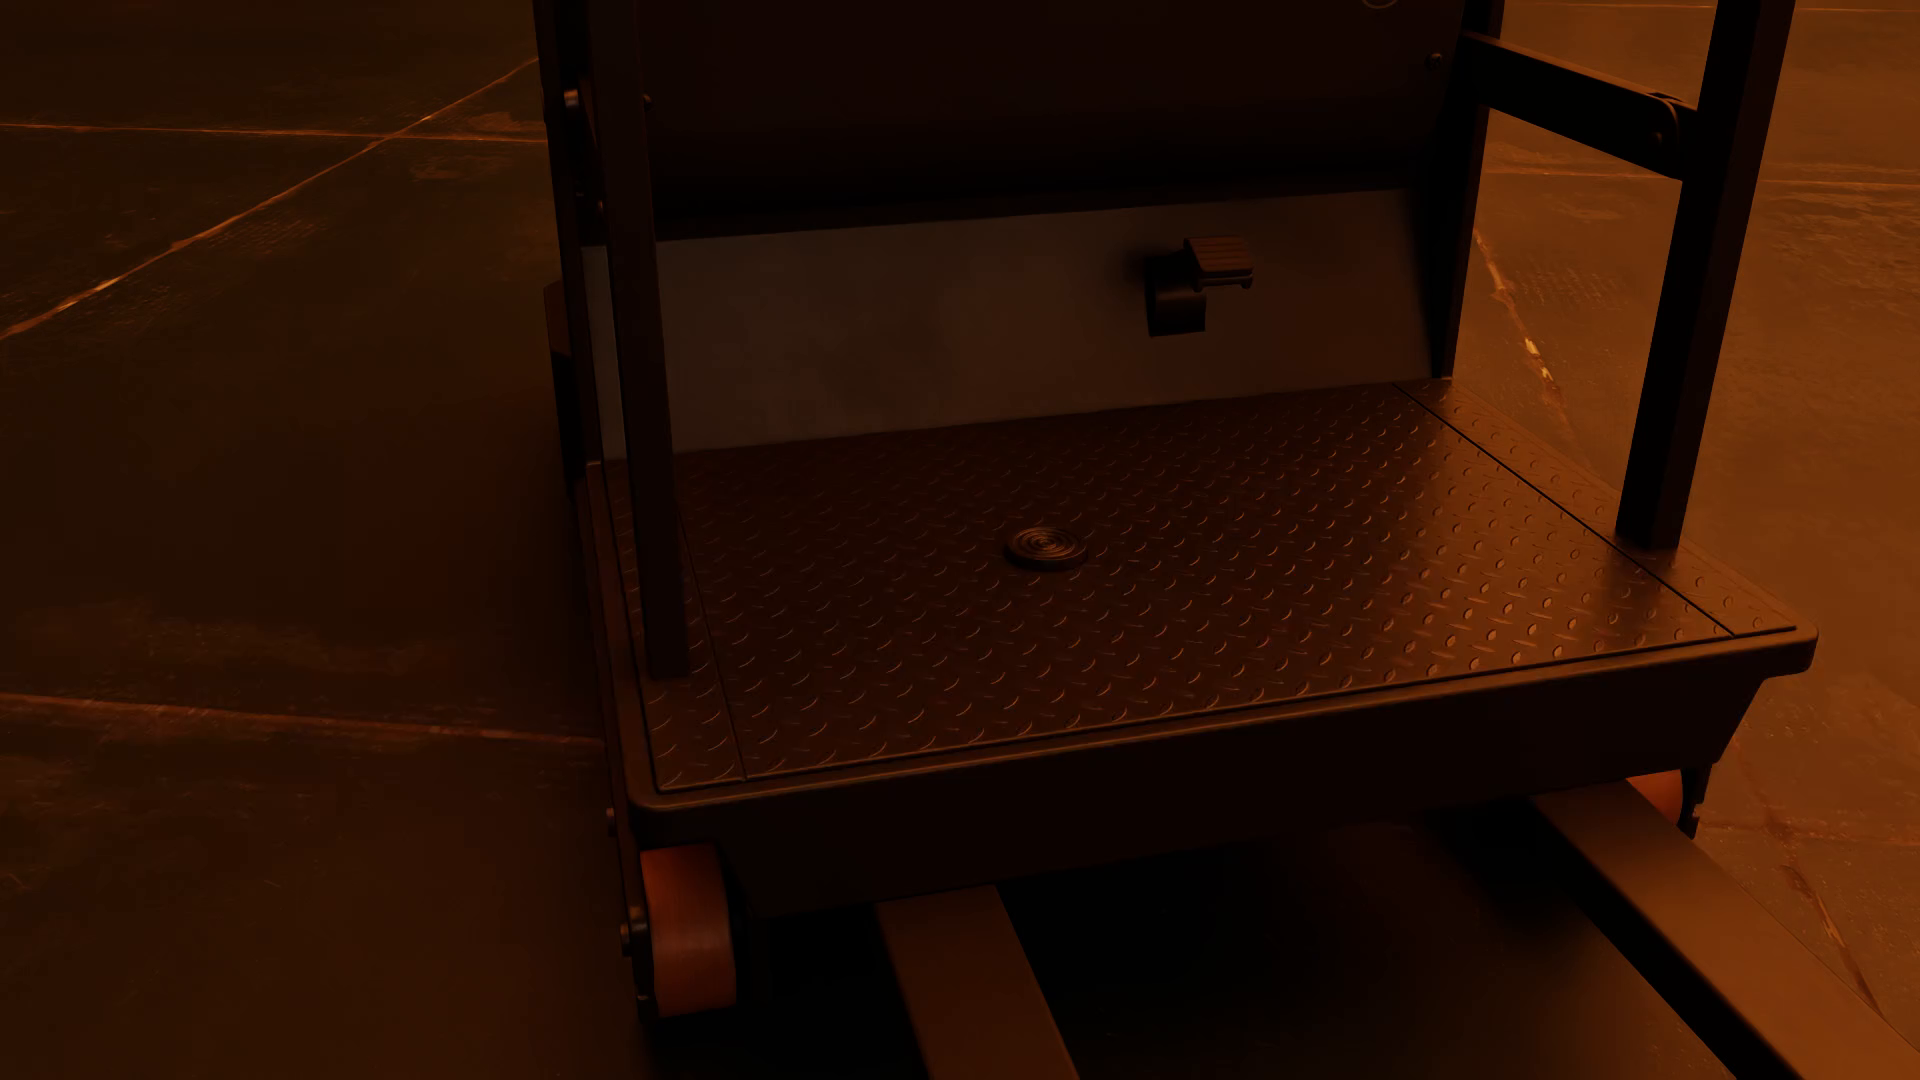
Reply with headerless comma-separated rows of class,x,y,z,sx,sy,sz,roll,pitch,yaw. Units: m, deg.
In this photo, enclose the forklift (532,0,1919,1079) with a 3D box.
forklift,0.153,-1.049,1.319,1.130,2.935,3.031,-7,27,-13
